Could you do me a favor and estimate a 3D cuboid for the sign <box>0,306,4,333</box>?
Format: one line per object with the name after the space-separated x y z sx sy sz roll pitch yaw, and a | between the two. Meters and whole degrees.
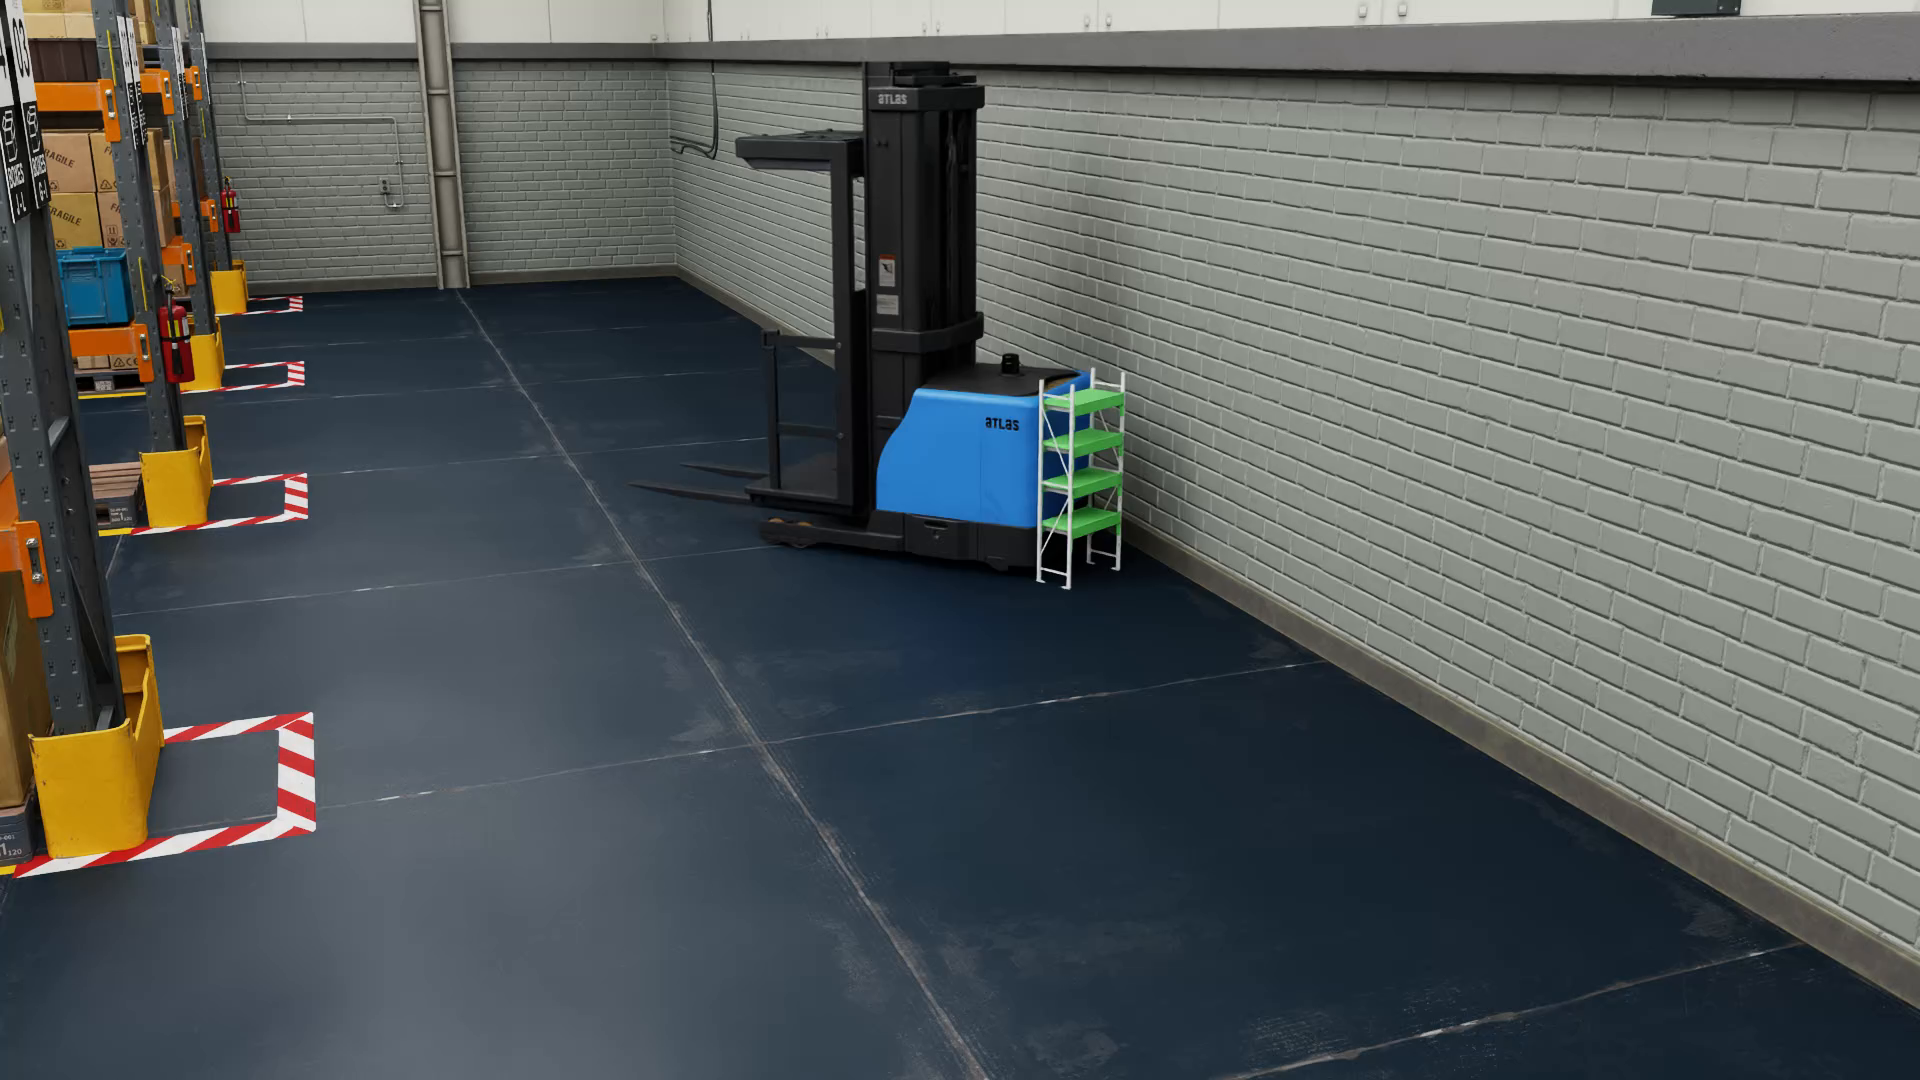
-3.401 -0.897 5.854 0.005 0.325 0.100 -6 17 -20 | sign

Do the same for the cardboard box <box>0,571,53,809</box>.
-4.151 0.531 6.490 0.875 0.875 0.875 -6 17 -20 | cardboard box

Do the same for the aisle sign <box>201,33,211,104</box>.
-8.725 -5.457 19.245 0.004 0.787 0.394 -6 17 -20 | aisle sign

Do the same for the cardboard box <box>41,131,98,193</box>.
-7.912 -3.338 14.690 0.500 0.500 0.500 -6 17 -19 | cardboard box

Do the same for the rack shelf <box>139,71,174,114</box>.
-8.991 -3.871 14.411 4.000 0.370 1.077 -6 17 -20 | rack shelf

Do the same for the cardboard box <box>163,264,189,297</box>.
-9.517 -3.187 19.819 0.500 0.500 0.700 -6 17 -20 | cardboard box

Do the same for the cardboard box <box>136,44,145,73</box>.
-7.694 -4.361 15.068 0.500 0.250 0.500 -6 17 -20 | cardboard box

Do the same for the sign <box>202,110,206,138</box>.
-8.718 -4.807 19.168 0.005 0.325 0.100 -6 17 -20 | sign

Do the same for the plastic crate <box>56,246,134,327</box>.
-5.600 -1.638 10.683 0.499 0.435 0.616 -6 17 -20 | plastic crate

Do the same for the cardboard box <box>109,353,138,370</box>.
-7.543 -1.871 15.301 0.500 0.500 0.500 -6 17 -20 | cardboard box

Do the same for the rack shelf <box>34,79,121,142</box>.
-7.222 -2.568 9.971 4.000 0.370 1.077 -6 17 -20 | rack shelf

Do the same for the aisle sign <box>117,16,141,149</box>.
-5.182 -2.853 10.375 0.004 0.787 0.394 -6 17 -20 | aisle sign

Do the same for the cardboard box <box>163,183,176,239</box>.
-7.632 -3.051 15.488 0.500 0.500 0.500 -6 17 -19 | cardboard box

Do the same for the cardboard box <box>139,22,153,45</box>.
-9.488 -5.755 18.891 0.500 0.250 0.500 -6 17 -18 | cardboard box

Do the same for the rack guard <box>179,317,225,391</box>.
-7.194 -1.772 15.745 0.348 0.500 1.175 -6 17 -20 | rack guard

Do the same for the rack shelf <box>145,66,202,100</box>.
-10.767 -5.174 18.848 4.000 0.370 1.077 -6 17 -20 | rack shelf

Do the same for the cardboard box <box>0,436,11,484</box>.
-4.031 -0.303 6.751 0.250 0.149 0.380 -6 17 -19 | cardboard box

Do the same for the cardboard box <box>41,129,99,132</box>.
-8.117 -3.476 15.161 0.500 0.500 0.500 -6 17 -20 | cardboard box

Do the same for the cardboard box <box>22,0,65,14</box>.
-8.094 -4.862 14.554 0.500 0.500 0.700 -6 17 -20 | cardboard box

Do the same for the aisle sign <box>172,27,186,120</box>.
-6.950 -4.152 14.801 0.004 0.787 0.394 -6 17 -20 | aisle sign

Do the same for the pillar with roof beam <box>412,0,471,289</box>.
-5.147 -6.527 16.855 0.400 9.000 9.100 -6 17 -20 | pillar with roof beam

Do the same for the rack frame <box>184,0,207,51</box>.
-8.899 -7.160 19.010 0.127 3.000 1.000 -6 17 -20 | rack frame

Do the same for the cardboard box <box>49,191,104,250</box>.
-7.927 -2.857 14.825 0.500 0.500 0.500 -6 17 -20 | cardboard box

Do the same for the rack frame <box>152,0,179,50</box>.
-7.123 -5.857 14.573 0.127 3.000 1.000 -6 17 -20 | rack frame

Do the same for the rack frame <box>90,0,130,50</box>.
-5.354 -4.554 10.134 0.127 3.000 1.000 -6 17 -20 | rack frame

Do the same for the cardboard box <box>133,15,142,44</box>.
-7.696 -4.603 15.003 0.500 0.250 0.500 -6 17 -20 | cardboard box

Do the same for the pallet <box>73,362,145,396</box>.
-7.938 -1.552 15.511 1.213 0.211 1.003 -6 17 -20 | pallet

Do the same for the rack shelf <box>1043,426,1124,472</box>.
0.707 -0.533 9.658 0.258 0.148 0.480 14 21 39 | rack shelf

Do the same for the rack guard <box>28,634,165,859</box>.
-3.559 0.825 6.902 0.348 0.500 1.175 -6 17 -20 | rack guard

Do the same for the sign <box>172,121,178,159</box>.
-6.943 -3.538 14.707 0.005 0.325 0.100 -6 17 -20 | sign

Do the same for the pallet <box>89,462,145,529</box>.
-6.138 -0.264 11.124 1.213 0.211 1.003 -6 17 -20 | pallet

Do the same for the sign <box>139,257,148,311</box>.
-5.142 -1.610 10.469 0.005 0.325 0.100 -6 17 -20 | sign

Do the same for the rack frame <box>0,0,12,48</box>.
-3.582 -3.251 5.696 0.127 3.000 1.000 -6 17 -20 | rack frame

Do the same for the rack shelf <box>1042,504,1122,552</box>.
0.707 -0.072 9.794 0.258 0.148 0.480 14 21 39 | rack shelf

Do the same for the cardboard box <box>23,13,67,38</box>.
-7.978 -4.417 14.370 0.500 0.250 0.500 -6 17 -20 | cardboard box

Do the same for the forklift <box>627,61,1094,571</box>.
-0.709 -1.479 10.432 3.031 2.935 1.130 7 18 24 | forklift

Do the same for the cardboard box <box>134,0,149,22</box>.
-9.485 -6.113 18.779 0.500 0.500 0.500 -6 17 -20 | cardboard box

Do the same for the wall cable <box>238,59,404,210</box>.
-8.042 -5.147 20.999 1.851 1.984 0.084 -6 17 -20 | wall cable

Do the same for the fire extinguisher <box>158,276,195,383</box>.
-5.051 -1.355 10.687 0.183 0.674 0.296 -6 17 -20 | fire extinguisher

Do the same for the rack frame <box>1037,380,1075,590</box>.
0.547 -0.312 9.531 0.240 1.200 0.015 14 21 39 | rack frame

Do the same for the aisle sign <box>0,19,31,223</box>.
-3.407 -1.548 5.931 0.004 0.787 0.394 -6 17 -20 | aisle sign

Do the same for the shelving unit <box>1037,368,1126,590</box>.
0.707 -0.364 9.708 0.258 1.200 0.503 14 21 39 | shelving unit
